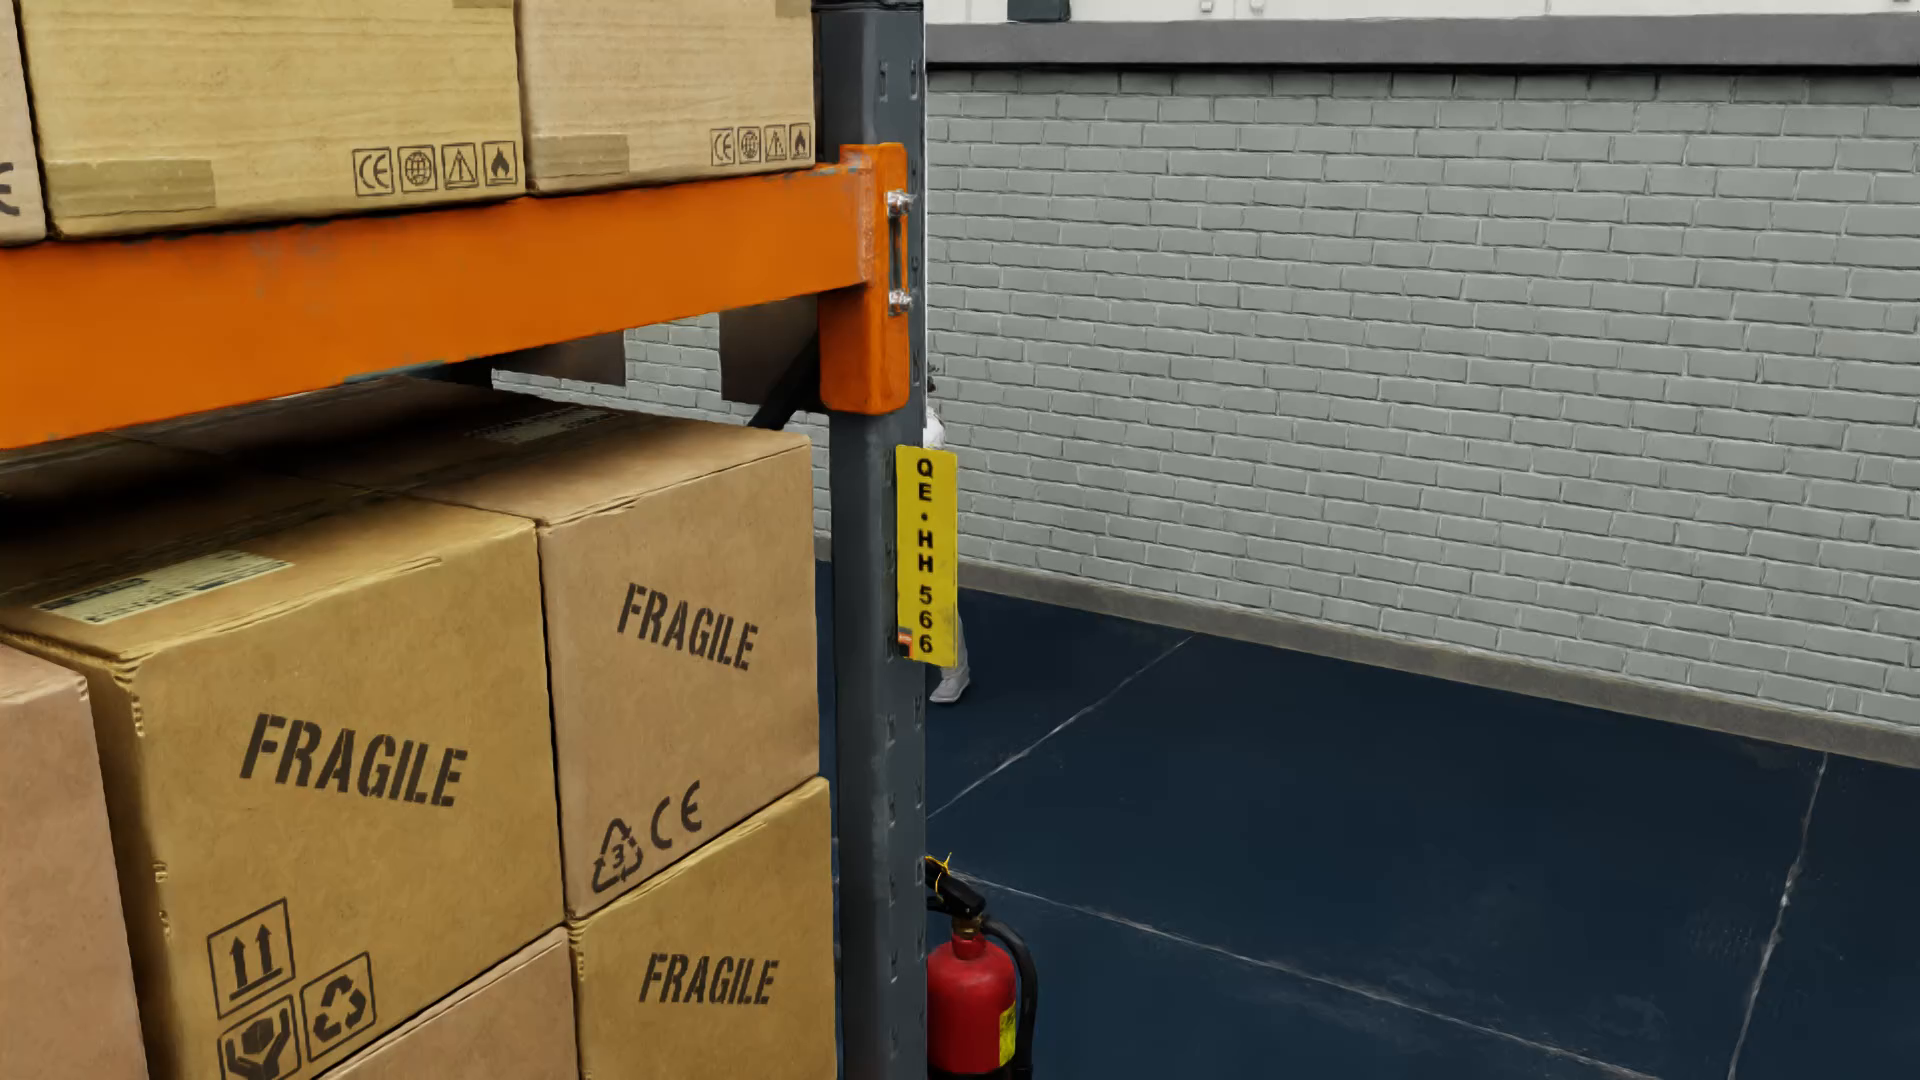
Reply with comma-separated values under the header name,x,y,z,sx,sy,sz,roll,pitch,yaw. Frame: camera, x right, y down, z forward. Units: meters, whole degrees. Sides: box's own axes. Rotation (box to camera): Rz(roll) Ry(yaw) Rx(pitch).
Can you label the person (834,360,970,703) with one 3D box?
name,x,y,z,sx,sy,sz,roll,pitch,yaw
person,-0.254,-0.051,7.641,0.633,1.672,0.441,-11,19,-33
